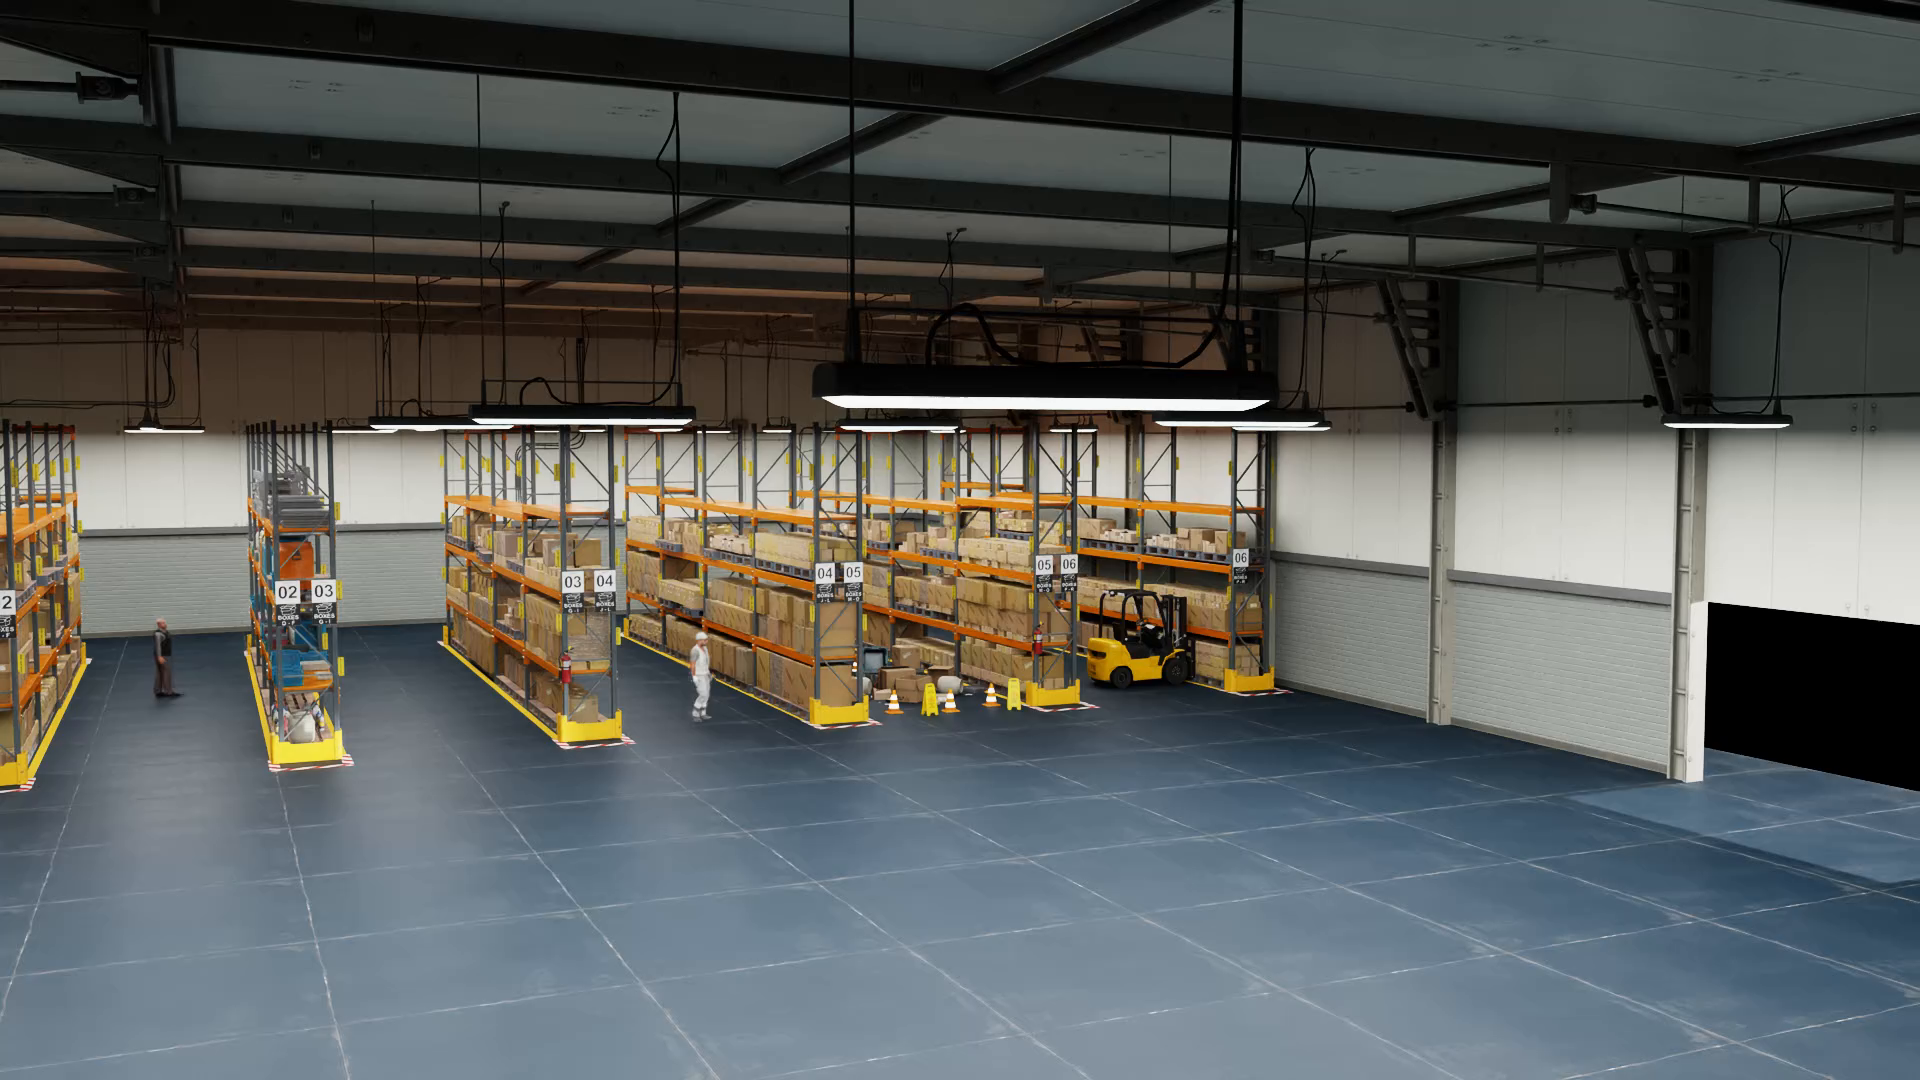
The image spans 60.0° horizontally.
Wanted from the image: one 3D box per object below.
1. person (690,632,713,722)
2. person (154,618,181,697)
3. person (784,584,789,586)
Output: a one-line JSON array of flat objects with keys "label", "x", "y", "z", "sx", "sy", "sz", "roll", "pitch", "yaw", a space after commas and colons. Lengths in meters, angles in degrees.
[{"label": "person", "x": -5.212, "y": 2.770, "z": 33.575, "sx": 0.383, "sy": 1.833, "sz": 0.595, "roll": 1, "pitch": 4, "yaw": 18}, {"label": "person", "x": -17.452, "y": 2.577, "z": 36.569, "sx": 0.528, "sy": 1.722, "sz": 0.544, "roll": -2, "pitch": 4, "yaw": -27}, {"label": "person", "x": -5.297, "y": 1.687, "z": 51.398, "sx": 0.844, "sy": 1.650, "sz": 0.474, "roll": 2, "pitch": 4, "yaw": 32}]
